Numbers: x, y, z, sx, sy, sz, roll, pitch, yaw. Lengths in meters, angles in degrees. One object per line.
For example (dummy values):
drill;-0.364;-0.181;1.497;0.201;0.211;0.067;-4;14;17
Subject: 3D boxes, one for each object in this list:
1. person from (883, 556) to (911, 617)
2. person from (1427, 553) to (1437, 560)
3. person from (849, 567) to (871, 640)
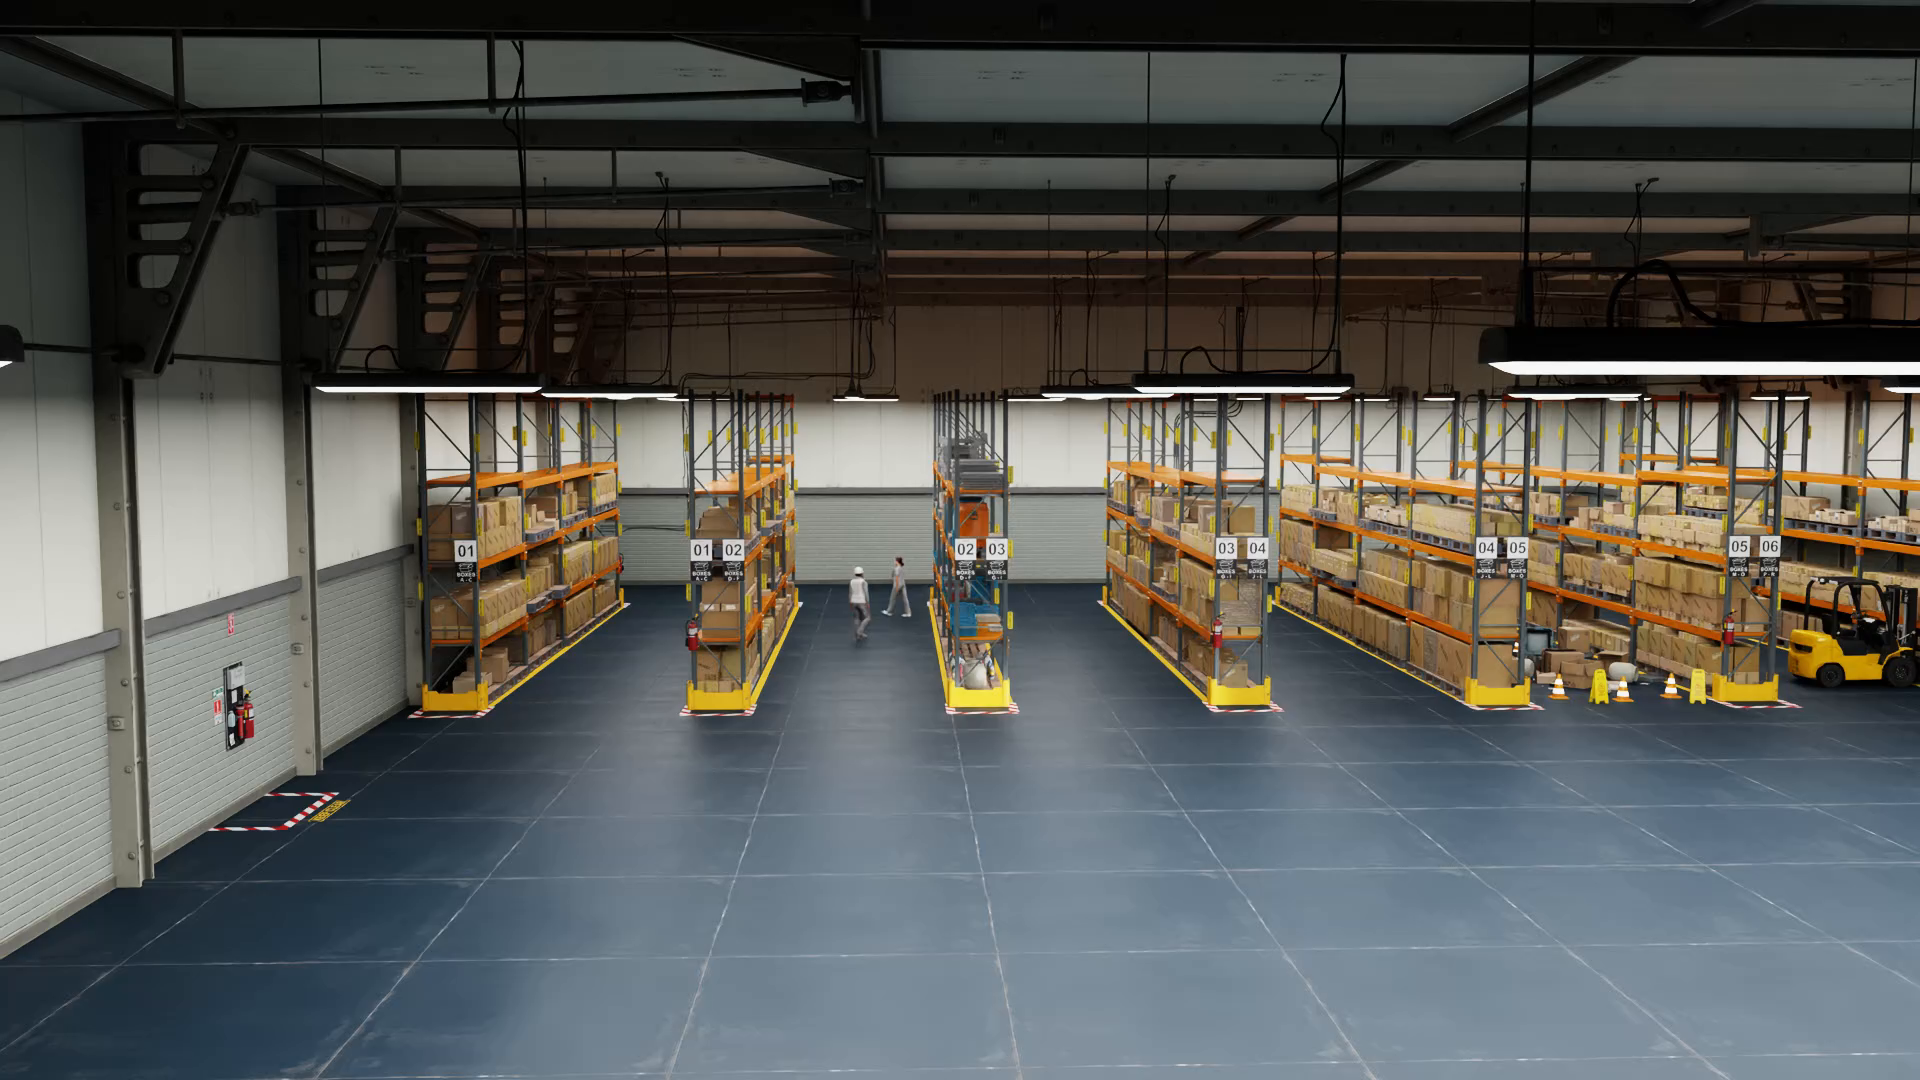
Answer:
person;-1.690;1.243;44.783;0.890;1.634;0.458;3;6;35
person;13.238;1.078;46.791;0.521;1.697;0.370;-3;6;-33
person;-2.464;1.542;40.490;0.565;1.776;0.487;3;6;33
